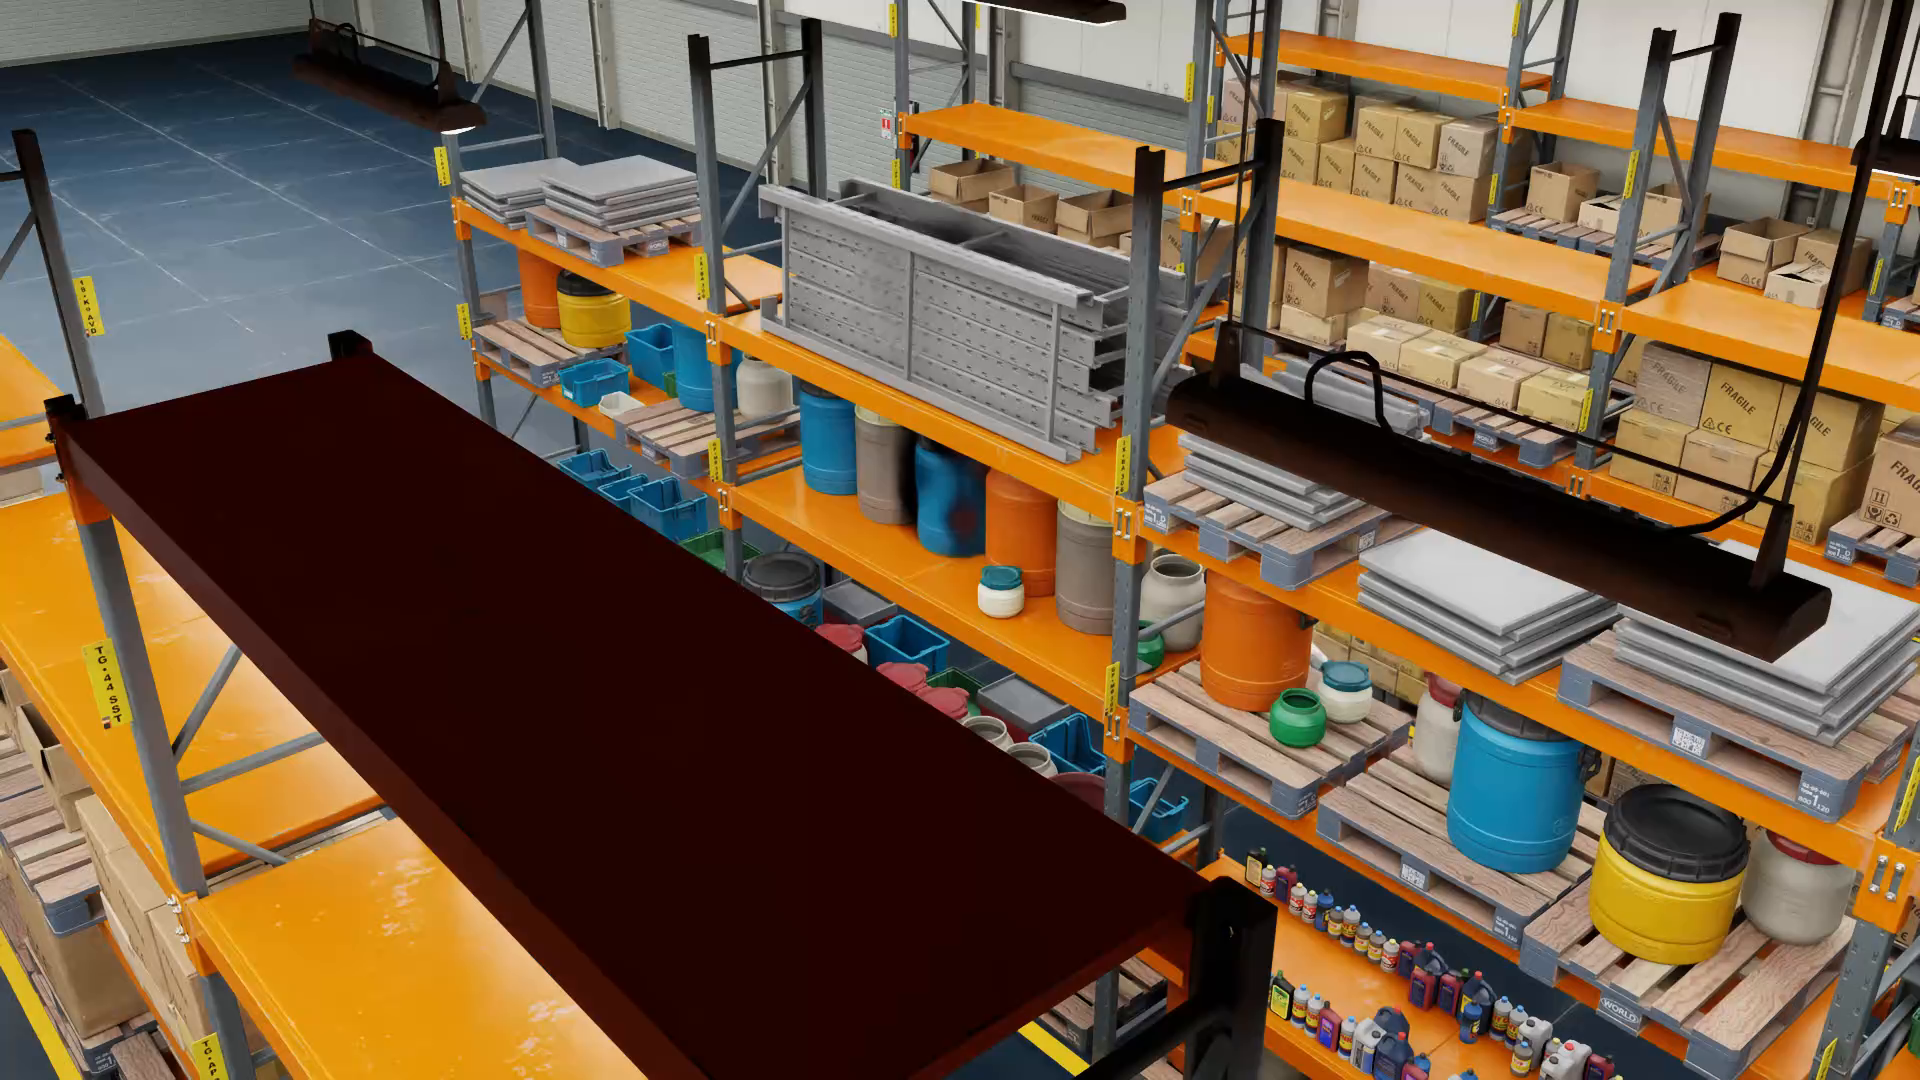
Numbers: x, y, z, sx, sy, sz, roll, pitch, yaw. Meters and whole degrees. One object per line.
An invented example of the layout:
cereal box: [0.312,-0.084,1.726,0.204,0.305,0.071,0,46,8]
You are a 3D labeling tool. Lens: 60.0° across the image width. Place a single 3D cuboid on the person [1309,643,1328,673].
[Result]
person: [2.313,1.302,12.498,0.709,1.813,0.671,-22,34,-36]
